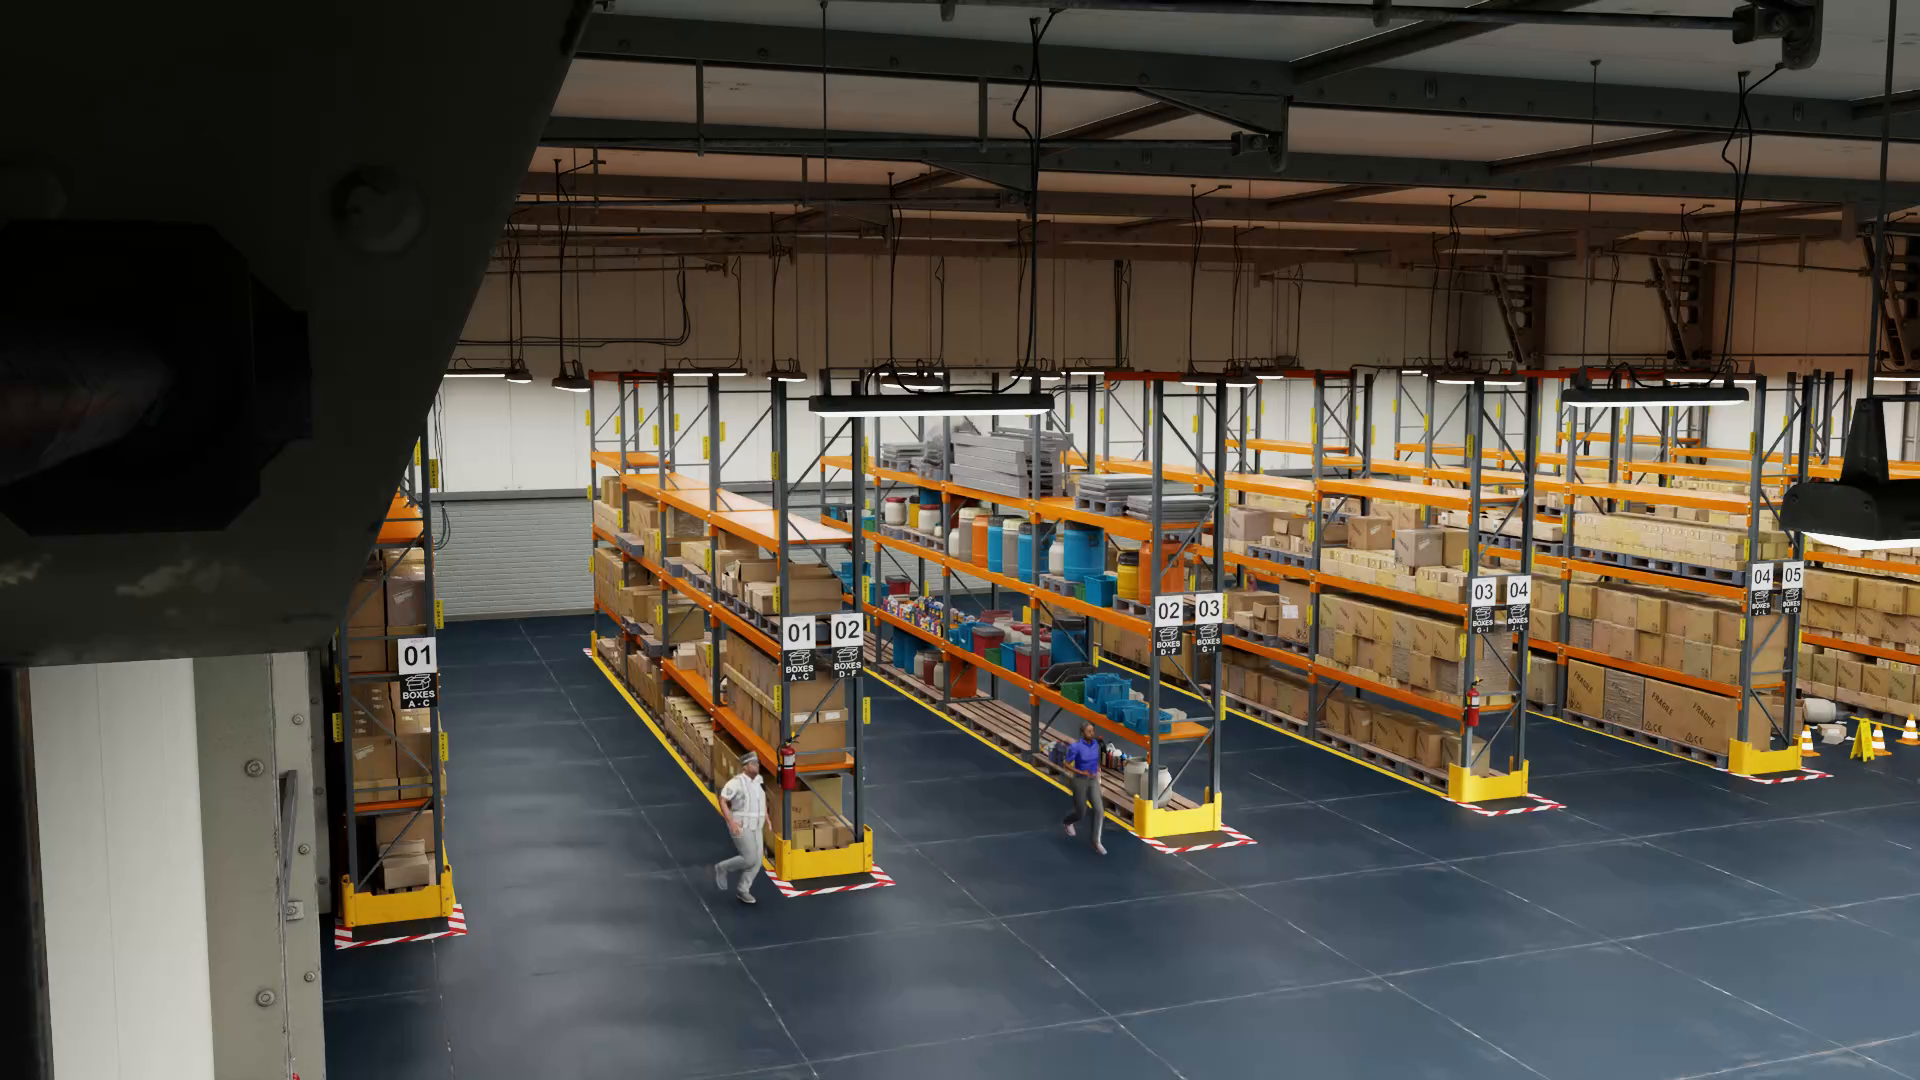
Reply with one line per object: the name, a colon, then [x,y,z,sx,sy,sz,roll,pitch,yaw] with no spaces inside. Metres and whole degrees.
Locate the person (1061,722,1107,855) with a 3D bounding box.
person: [1.593,3.146,21.378,0.616,1.661,0.847,-4,7,-30]

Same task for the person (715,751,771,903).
person: [-2.480,3.316,19.459,0.584,1.711,0.697,4,8,35]

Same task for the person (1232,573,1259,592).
person: [6.301,1.458,36.682,0.526,1.523,0.823,-4,7,-29]
